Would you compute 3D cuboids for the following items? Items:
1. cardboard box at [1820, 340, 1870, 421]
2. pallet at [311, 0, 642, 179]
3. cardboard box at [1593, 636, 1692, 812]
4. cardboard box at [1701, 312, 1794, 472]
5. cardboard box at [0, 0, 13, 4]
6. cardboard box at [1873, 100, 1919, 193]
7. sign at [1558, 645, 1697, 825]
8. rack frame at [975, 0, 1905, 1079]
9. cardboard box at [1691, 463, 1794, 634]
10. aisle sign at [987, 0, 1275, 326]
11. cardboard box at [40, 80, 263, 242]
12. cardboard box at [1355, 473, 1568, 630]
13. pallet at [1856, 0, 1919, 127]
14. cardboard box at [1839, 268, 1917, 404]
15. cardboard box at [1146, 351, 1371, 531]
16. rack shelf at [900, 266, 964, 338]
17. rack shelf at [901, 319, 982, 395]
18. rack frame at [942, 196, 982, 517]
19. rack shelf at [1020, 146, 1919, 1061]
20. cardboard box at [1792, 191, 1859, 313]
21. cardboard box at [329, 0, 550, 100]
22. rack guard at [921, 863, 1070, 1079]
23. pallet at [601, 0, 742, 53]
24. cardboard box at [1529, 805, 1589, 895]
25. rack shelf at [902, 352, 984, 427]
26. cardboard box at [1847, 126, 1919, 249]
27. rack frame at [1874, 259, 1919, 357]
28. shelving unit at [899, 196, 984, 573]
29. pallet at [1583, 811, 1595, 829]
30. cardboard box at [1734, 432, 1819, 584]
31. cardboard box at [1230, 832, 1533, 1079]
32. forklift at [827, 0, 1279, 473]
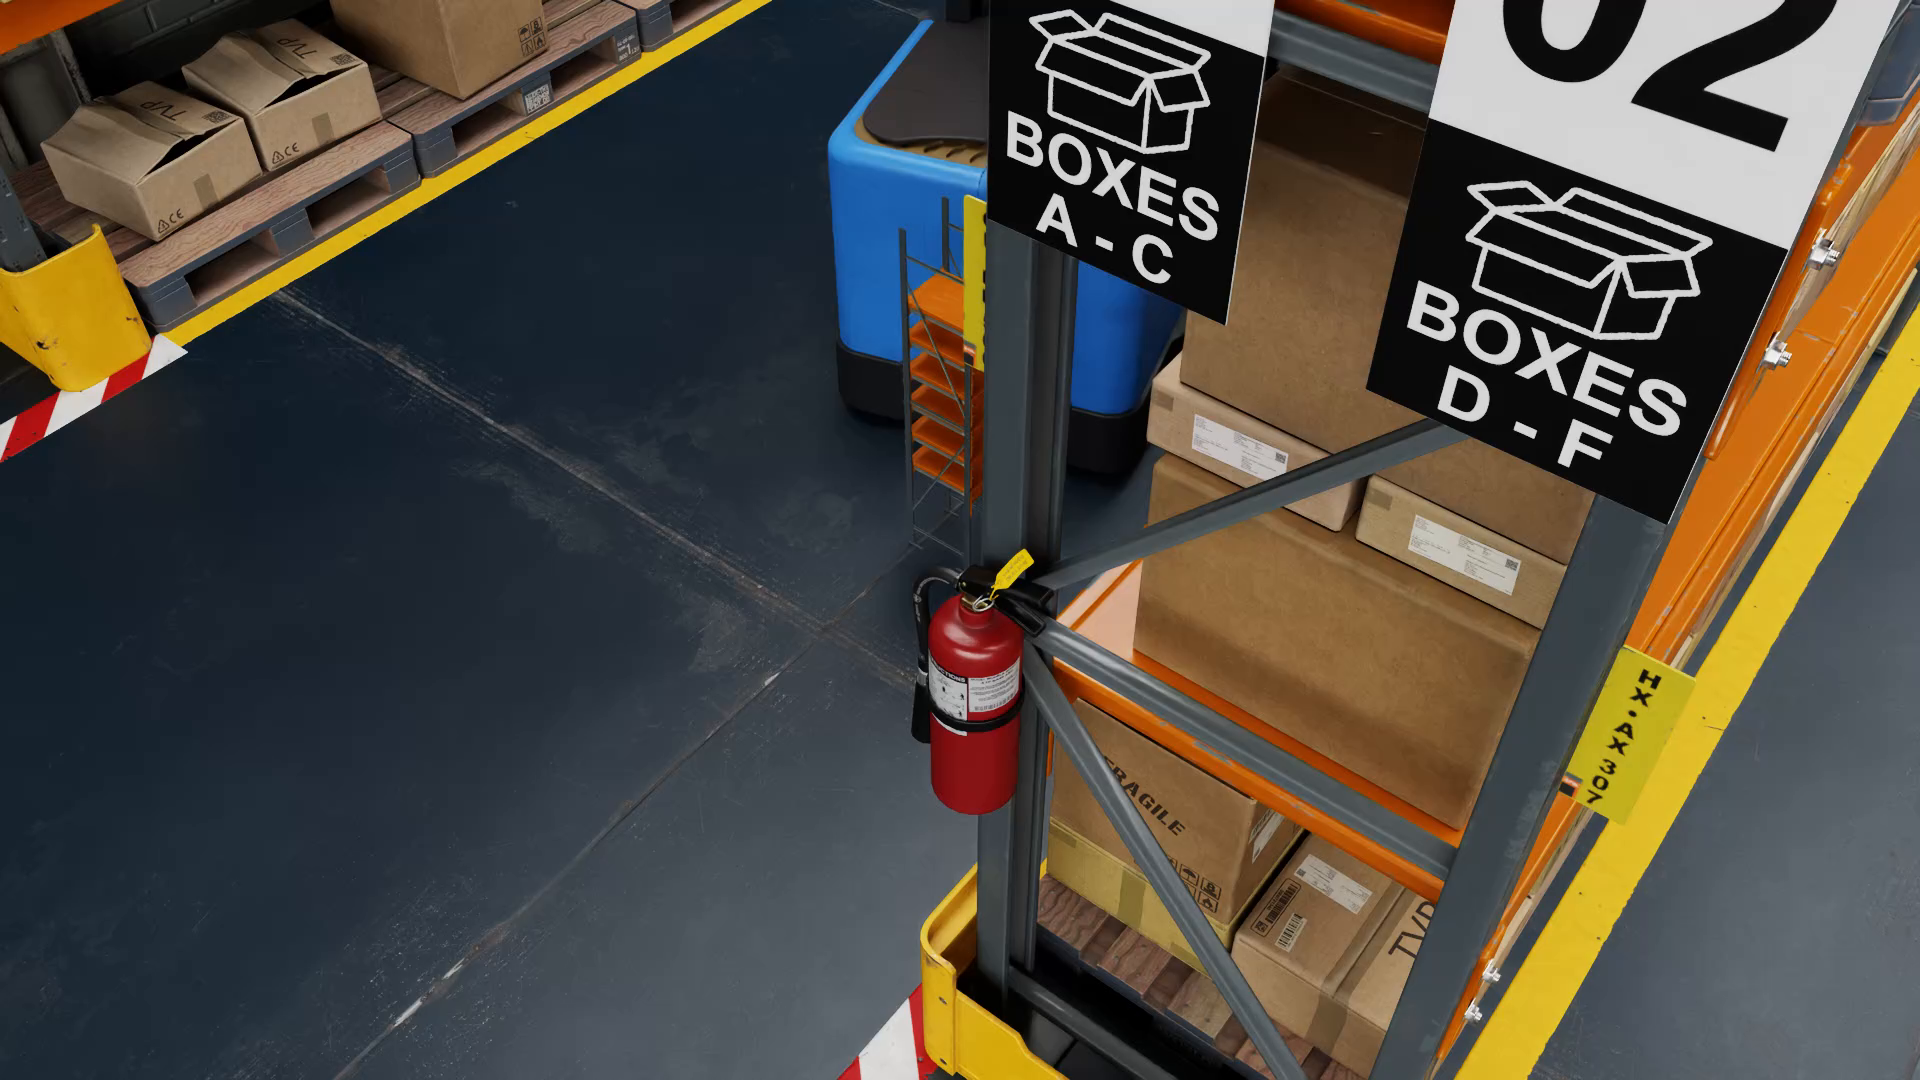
[{"bbox_3d":[2.488,-0.752,4.987,0.500,0.500,0.500,29,53,25],"label":"cardboard box"},{"bbox_3d":[-2.137,-2.064,7.076,1.003,0.211,1.213,29,53,25],"label":"pallet"},{"bbox_3d":[1.580,0.371,4.433,0.500,0.250,0.500,29,53,25],"label":"cardboard box"},{"bbox_3d":[1.389,-0.532,3.615,0.700,0.500,0.500,30,53,25],"label":"cardboard box"},{"bbox_3d":[-2.905,-1.934,5.113,0.500,0.250,0.500,28,52,24],"label":"cardboard box"},{"bbox_3d":[1.818,-0.919,3.536,0.380,0.149,0.250,30,53,25],"label":"cardboard box"},{"bbox_3d":[0.903,0.271,2.264,0.100,0.325,0.005,29,53,25],"label":"sign"},{"bbox_3d":[0.468,0.348,2.843,1.000,3.000,0.127,29,53,25],"label":"rack frame"},{"bbox_3d":[1.891,-0.172,4.432,0.500,0.500,0.500,29,53,25],"label":"cardboard box"},{"bbox_3d":[0.195,-0.642,1.991,0.394,0.787,0.004,29,53,25],"label":"aisle sign"},{"bbox_3d":[-2.960,-1.419,6.086,0.500,0.311,0.500,24,51,21],"label":"cardboard box"},{"bbox_3d":[0.878,-0.040,2.696,0.380,0.149,0.250,29,53,25],"label":"cardboard box"},{"bbox_3d":[0.920,-1.051,2.166,1.003,0.211,1.213,29,53,25],"label":"pallet"},{"bbox_3d":[2.803,-0.774,5.526,0.500,0.250,0.500,29,53,25],"label":"cardboard box"},{"bbox_3d":[0.550,-0.213,2.862,0.380,0.149,0.250,28,53,24],"label":"cardboard box"},{"bbox_3d":[-0.009,-0.624,4.580,0.258,0.103,0.180,29,53,25],"label":"rack shelf"},{"bbox_3d":[-0.009,-0.541,4.667,0.258,0.103,0.180,29,53,25],"label":"rack shelf"},{"bbox_3d":[0.047,-0.459,4.858,0.240,1.200,0.006,29,53,25],"label":"rack frame"},{"bbox_3d":[1.690,-0.548,4.196,1.077,0.370,4.000,29,53,25],"label":"rack shelf"},{"bbox_3d":[1.508,-0.631,3.261,0.380,0.149,0.250,28,52,24],"label":"cardboard box"},{"bbox_3d":[-2.124,-2.208,6.709,0.700,0.500,0.500,26,52,23],"label":"cardboard box"},{"bbox_3d":[0.453,1.225,3.734,1.175,0.500,0.348,29,53,25],"label":"rack guard"},{"bbox_3d":[-1.392,-2.765,7.746,1.003,0.211,1.213,29,53,25],"label":"pallet"},{"bbox_3d":[1.276,0.398,3.888,0.500,0.500,0.500,29,53,25],"label":"cardboard box"},{"bbox_3d":[-0.009,-0.458,4.754,0.258,0.103,0.180,29,53,25],"label":"rack shelf"},{"bbox_3d":[2.020,-1.129,4.184,0.700,0.500,0.500,30,53,26],"label":"cardboard box"},{"bbox_3d":[2.913,-1.941,5.029,1.000,3.000,0.127,29,53,25],"label":"rack frame"},{"bbox_3d":[-0.009,-0.406,4.808,0.258,1.200,0.189,29,53,25],"label":"shelving unit"},{"bbox_3d":[1.648,0.160,4.951,1.003,0.211,1.213,29,53,25],"label":"pallet"},{"bbox_3d":[2.195,-0.200,4.977,0.500,0.250,0.500,29,53,25],"label":"cardboard box"},{"bbox_3d":[0.972,0.944,3.885,0.500,0.250,0.500,29,53,25],"label":"cardboard box"},{"bbox_3d":[0.594,-2.314,5.433,1.130,2.935,3.031,16,48,14],"label":"forklift"}]
